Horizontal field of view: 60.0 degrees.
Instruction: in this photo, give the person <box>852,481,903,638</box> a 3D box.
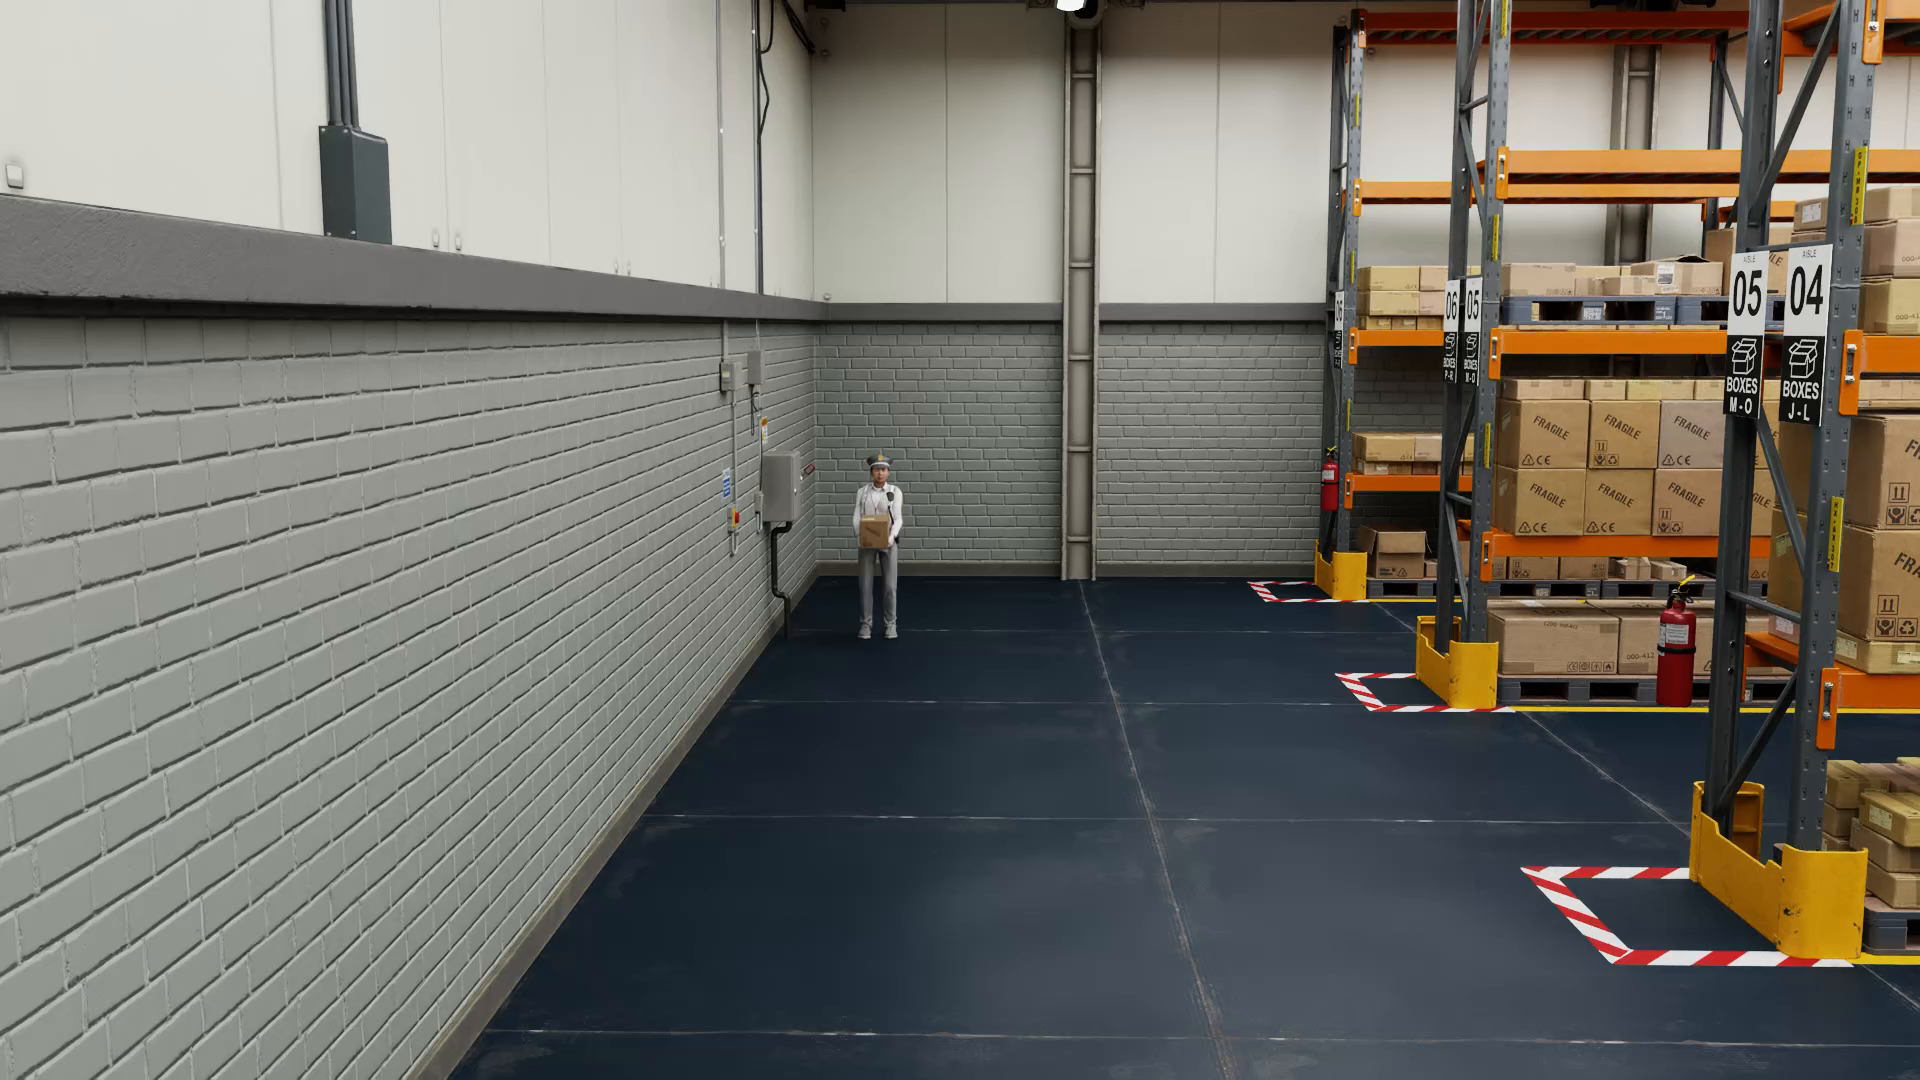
[{"bbox_3d":[-0.754,0.192,15.187,0.460,1.429,0.505,0,7,1],"label":"person"}]
